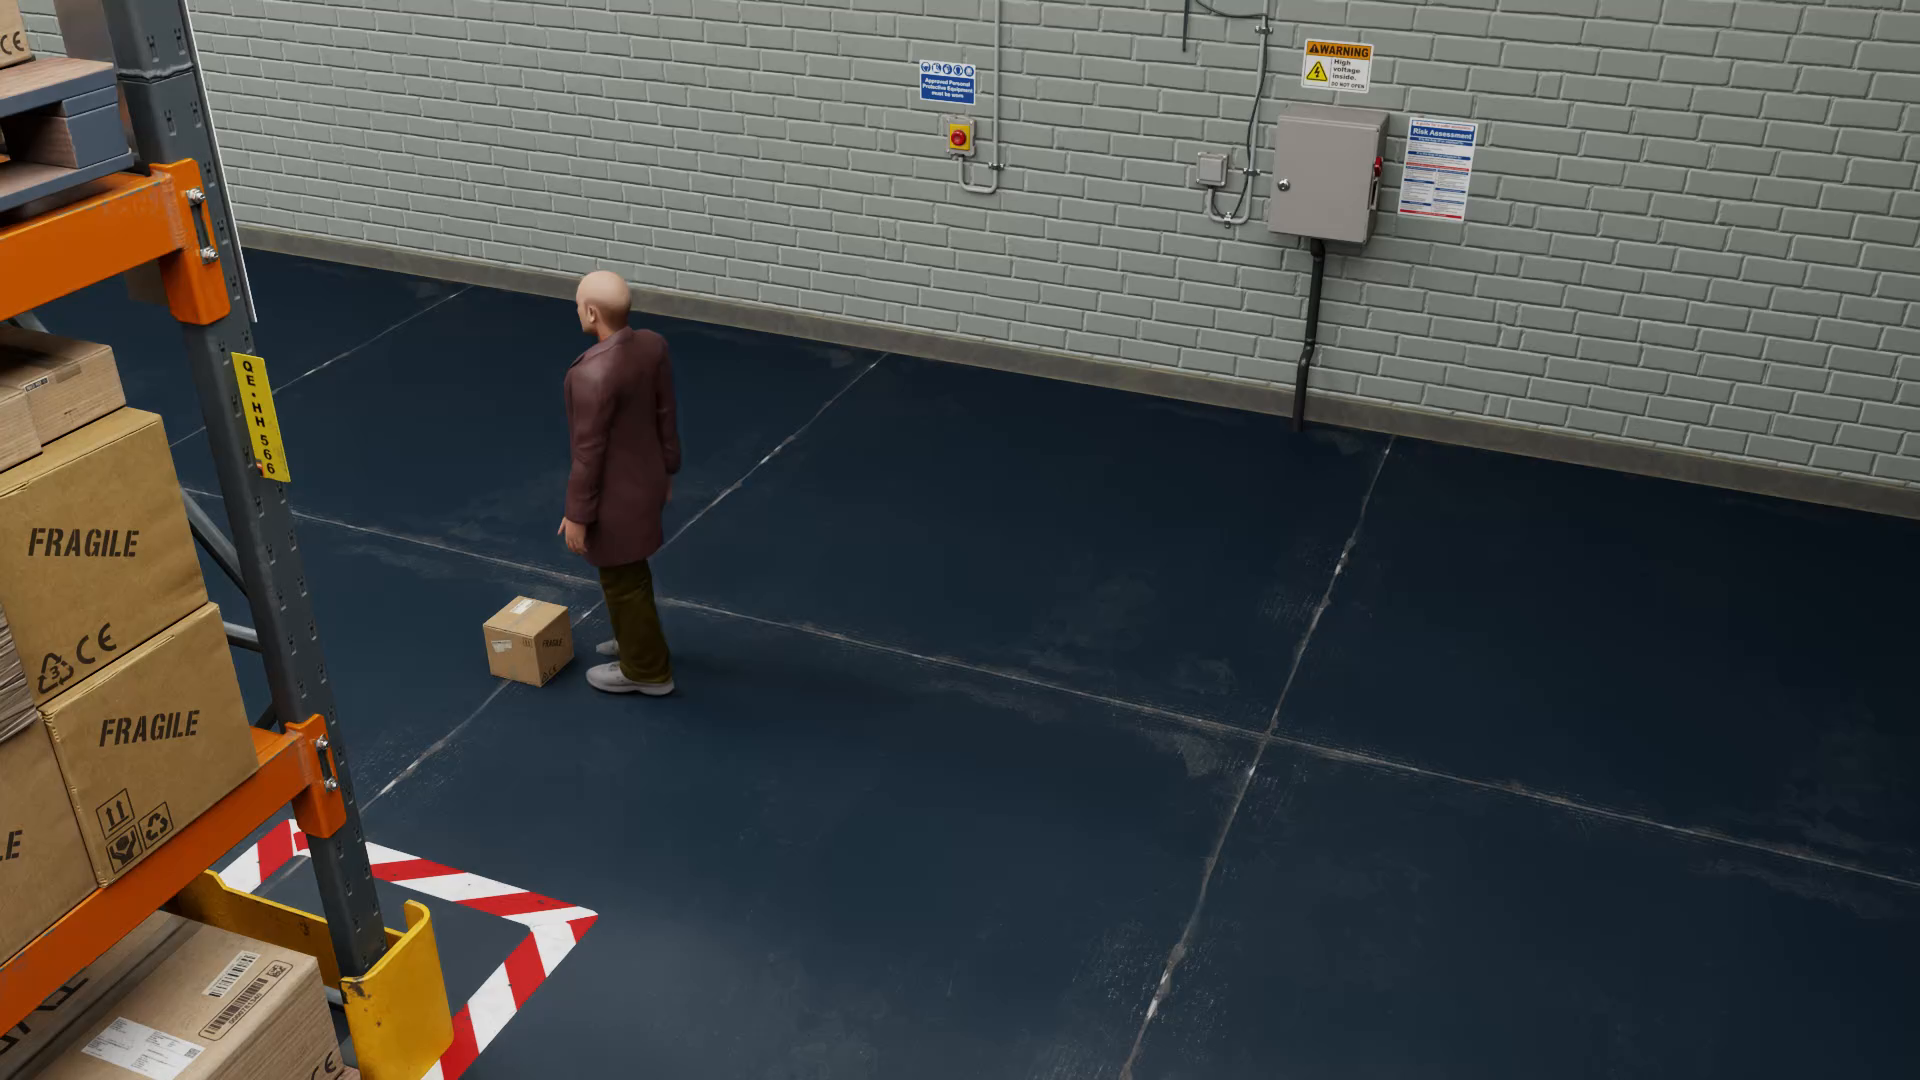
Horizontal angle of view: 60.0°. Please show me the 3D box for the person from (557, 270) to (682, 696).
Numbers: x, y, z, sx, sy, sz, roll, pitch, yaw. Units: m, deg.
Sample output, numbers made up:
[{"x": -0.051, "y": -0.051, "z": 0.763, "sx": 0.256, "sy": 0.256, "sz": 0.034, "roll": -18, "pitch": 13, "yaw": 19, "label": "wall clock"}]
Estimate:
[{"x": -1.403, "y": -0.166, "z": 6.473, "sx": 0.495, "sy": 1.833, "sz": 0.625, "roll": 8, "pitch": 30, "yaw": 14, "label": "person"}]
